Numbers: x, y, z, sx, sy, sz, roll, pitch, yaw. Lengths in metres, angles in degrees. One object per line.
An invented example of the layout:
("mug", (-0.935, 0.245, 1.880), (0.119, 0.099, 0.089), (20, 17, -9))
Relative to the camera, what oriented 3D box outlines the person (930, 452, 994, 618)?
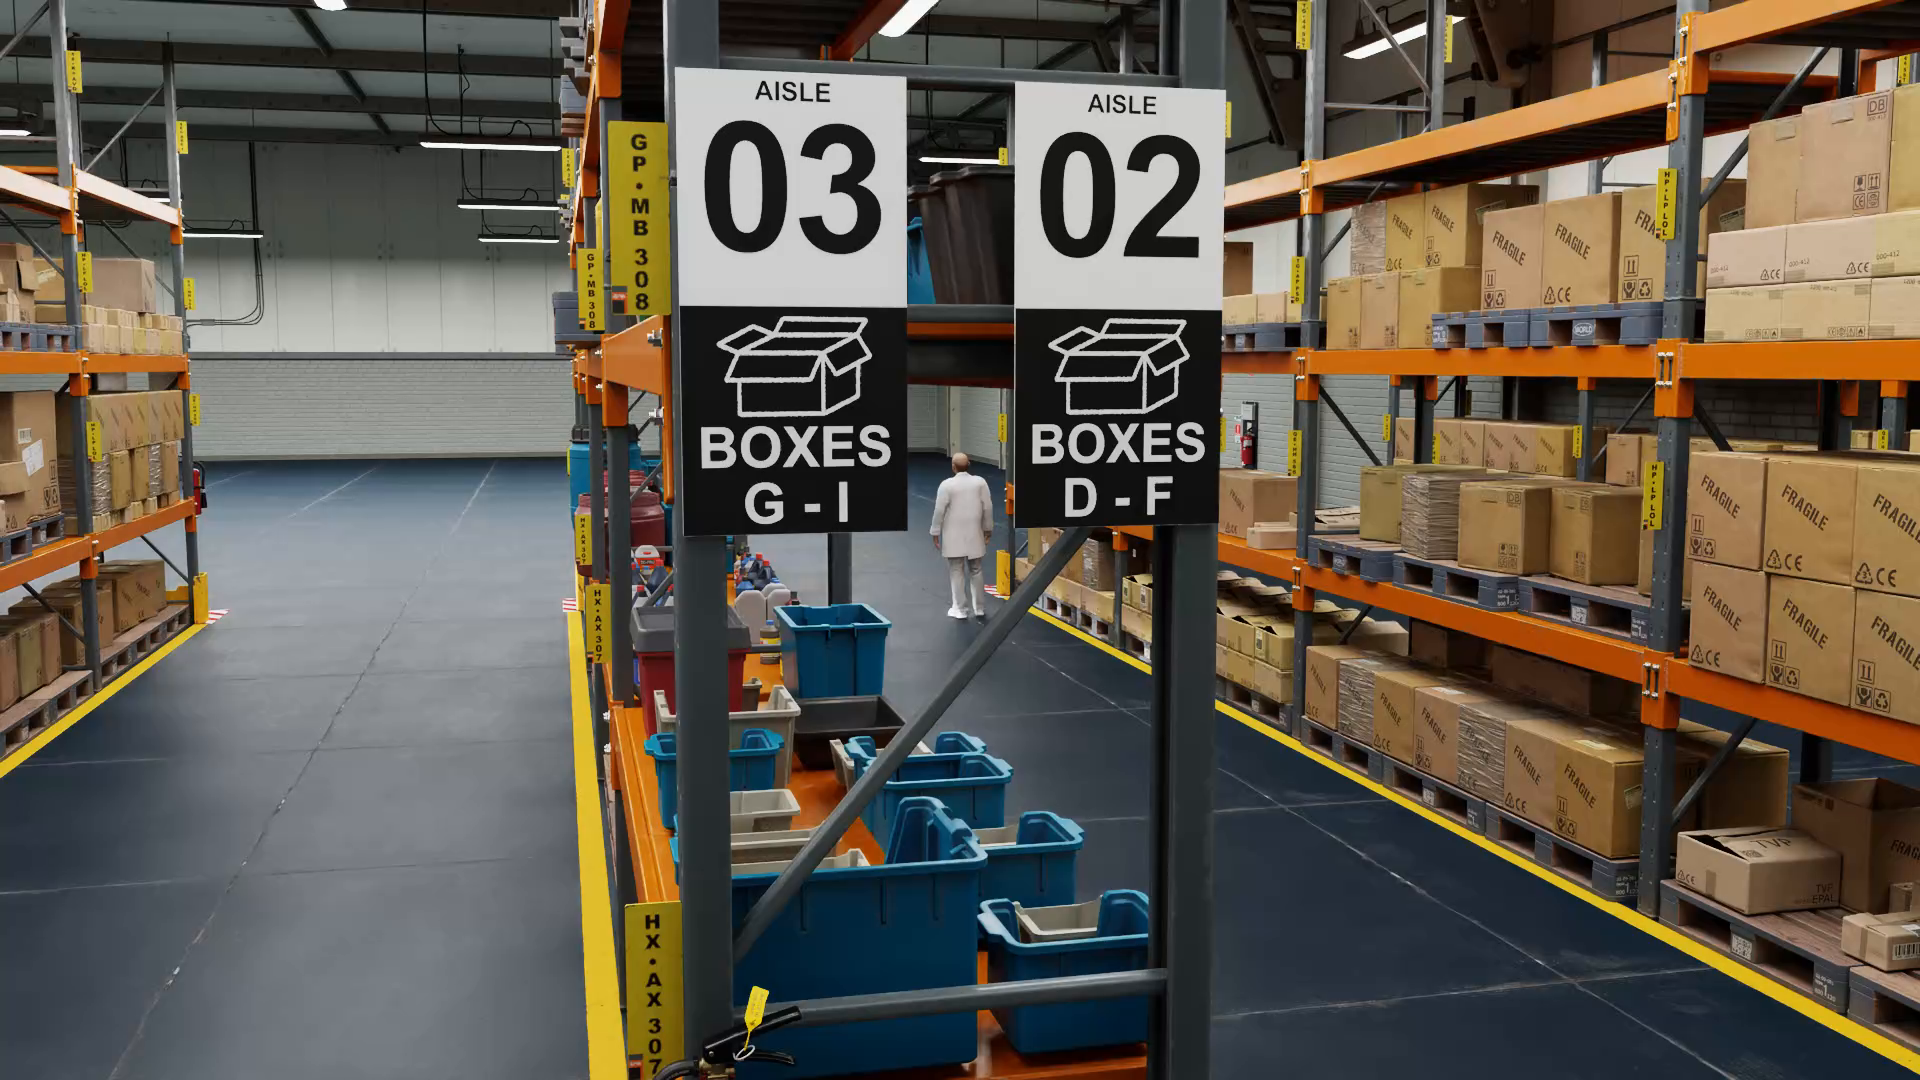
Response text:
("person", (0.004, -0.059, 17.860), (0.697, 1.778, 0.578), (-1, 6, -14))
